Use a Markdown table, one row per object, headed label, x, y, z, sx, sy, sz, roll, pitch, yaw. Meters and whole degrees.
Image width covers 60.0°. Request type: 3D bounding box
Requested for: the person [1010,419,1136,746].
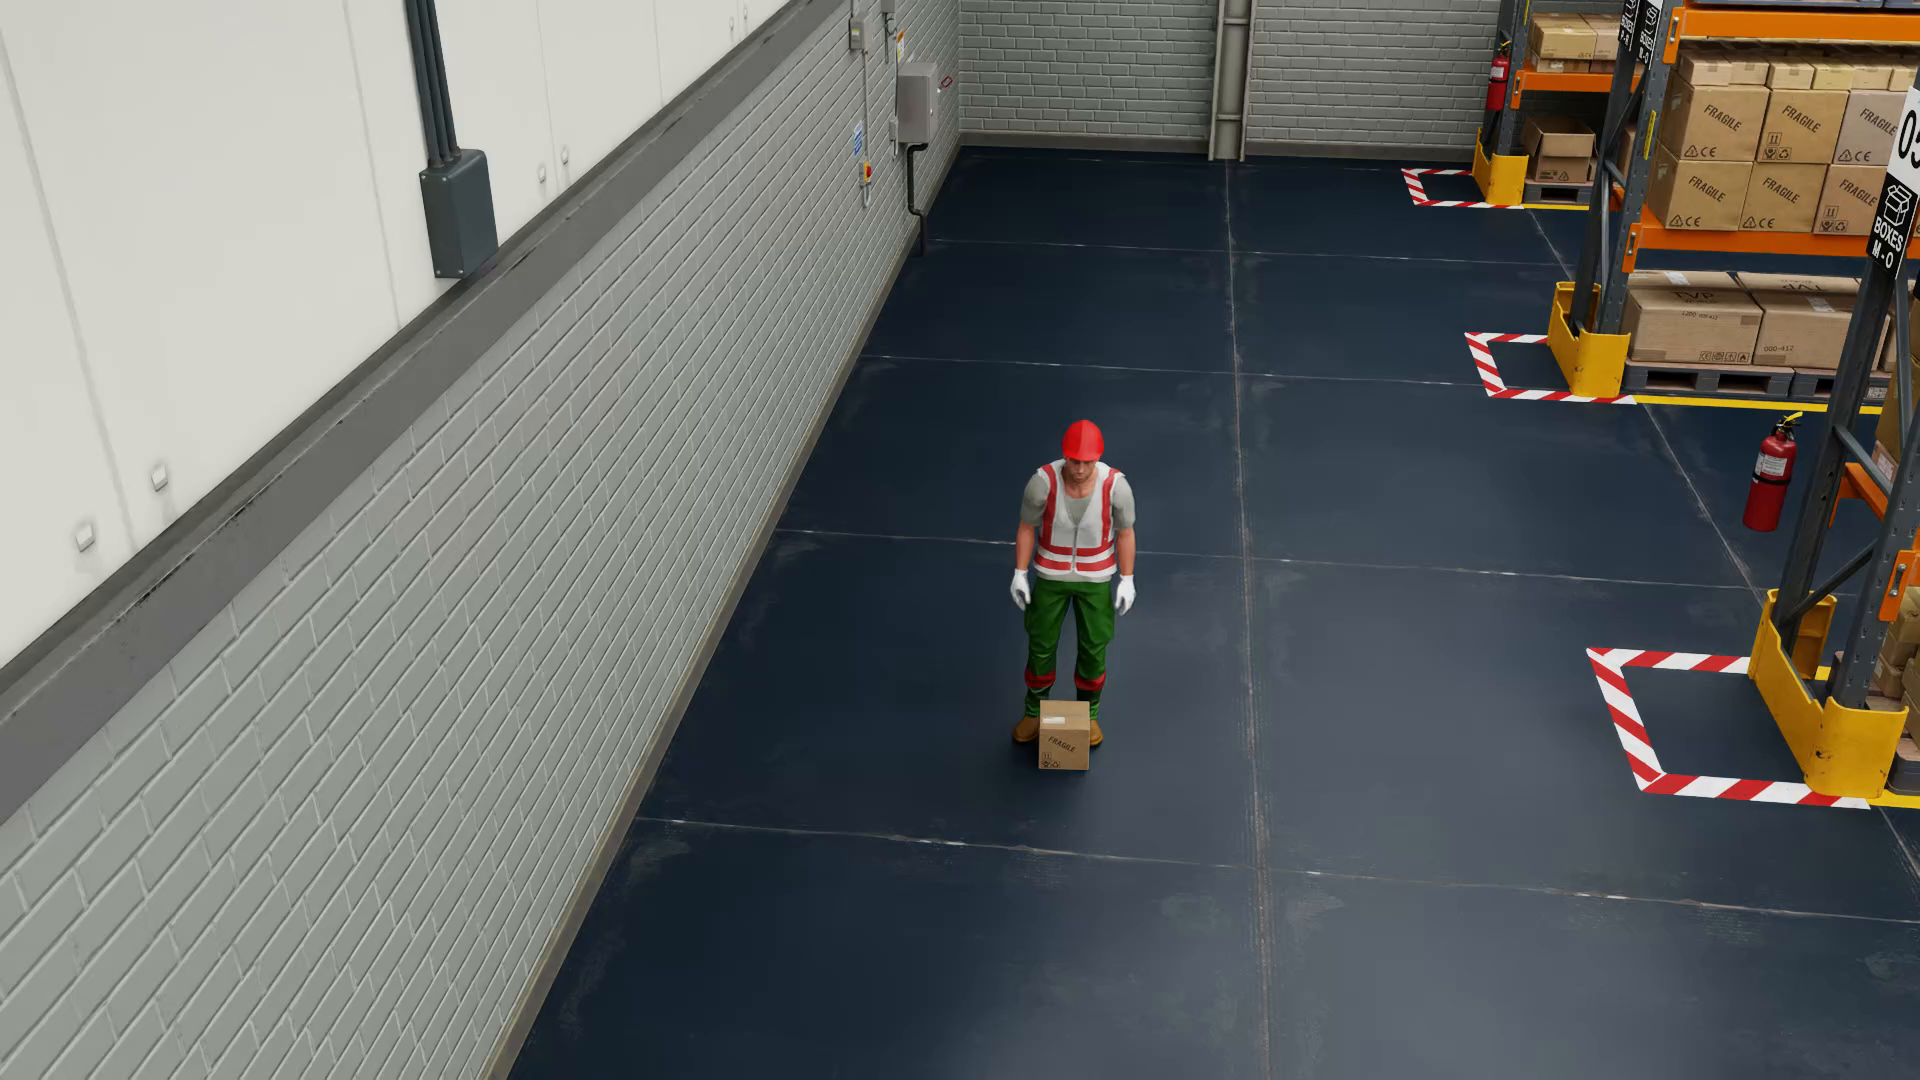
| label | x | y | z | sx | sy | sz | roll | pitch | yaw |
| --- | --- | --- | --- | --- | --- | --- | --- | --- | --- |
| person | 0.560 | 0.206 | 8.220 | 0.620 | 1.779 | 0.454 | 3 | 28 | 5 |
